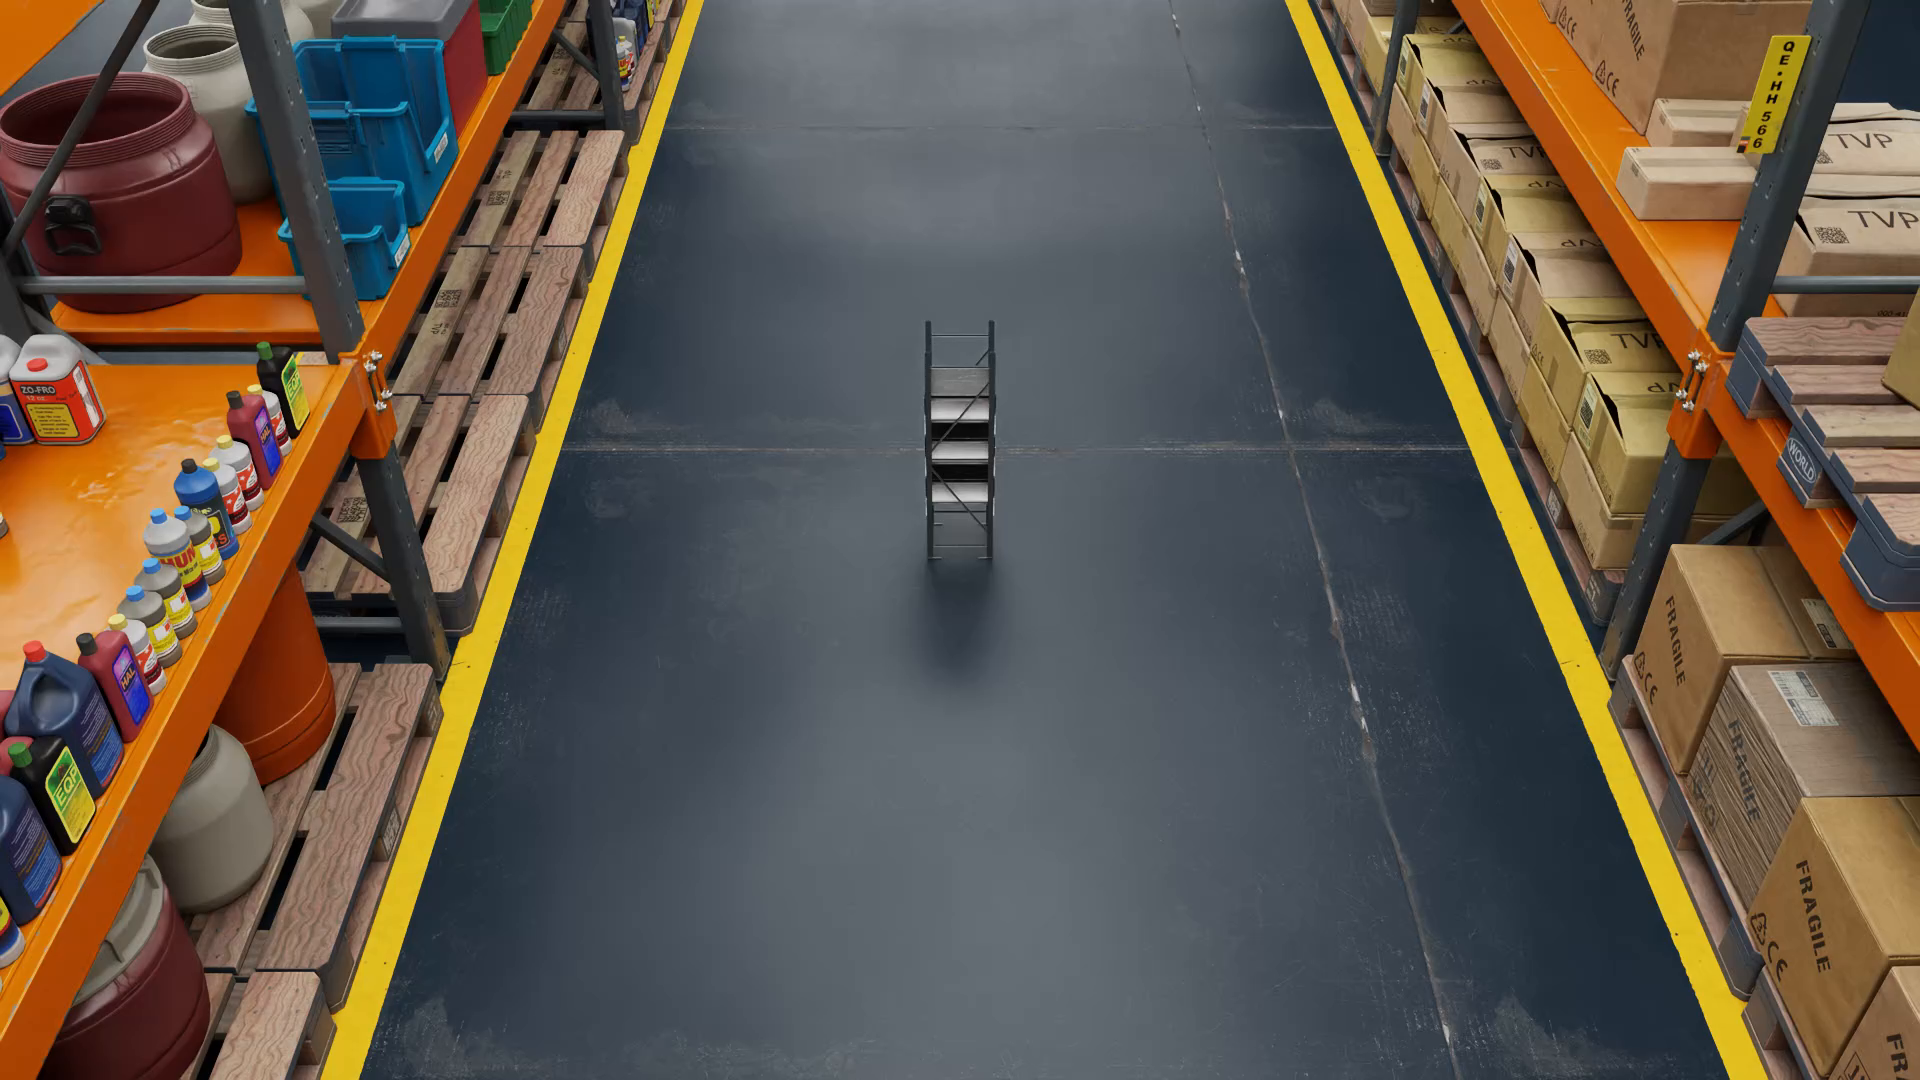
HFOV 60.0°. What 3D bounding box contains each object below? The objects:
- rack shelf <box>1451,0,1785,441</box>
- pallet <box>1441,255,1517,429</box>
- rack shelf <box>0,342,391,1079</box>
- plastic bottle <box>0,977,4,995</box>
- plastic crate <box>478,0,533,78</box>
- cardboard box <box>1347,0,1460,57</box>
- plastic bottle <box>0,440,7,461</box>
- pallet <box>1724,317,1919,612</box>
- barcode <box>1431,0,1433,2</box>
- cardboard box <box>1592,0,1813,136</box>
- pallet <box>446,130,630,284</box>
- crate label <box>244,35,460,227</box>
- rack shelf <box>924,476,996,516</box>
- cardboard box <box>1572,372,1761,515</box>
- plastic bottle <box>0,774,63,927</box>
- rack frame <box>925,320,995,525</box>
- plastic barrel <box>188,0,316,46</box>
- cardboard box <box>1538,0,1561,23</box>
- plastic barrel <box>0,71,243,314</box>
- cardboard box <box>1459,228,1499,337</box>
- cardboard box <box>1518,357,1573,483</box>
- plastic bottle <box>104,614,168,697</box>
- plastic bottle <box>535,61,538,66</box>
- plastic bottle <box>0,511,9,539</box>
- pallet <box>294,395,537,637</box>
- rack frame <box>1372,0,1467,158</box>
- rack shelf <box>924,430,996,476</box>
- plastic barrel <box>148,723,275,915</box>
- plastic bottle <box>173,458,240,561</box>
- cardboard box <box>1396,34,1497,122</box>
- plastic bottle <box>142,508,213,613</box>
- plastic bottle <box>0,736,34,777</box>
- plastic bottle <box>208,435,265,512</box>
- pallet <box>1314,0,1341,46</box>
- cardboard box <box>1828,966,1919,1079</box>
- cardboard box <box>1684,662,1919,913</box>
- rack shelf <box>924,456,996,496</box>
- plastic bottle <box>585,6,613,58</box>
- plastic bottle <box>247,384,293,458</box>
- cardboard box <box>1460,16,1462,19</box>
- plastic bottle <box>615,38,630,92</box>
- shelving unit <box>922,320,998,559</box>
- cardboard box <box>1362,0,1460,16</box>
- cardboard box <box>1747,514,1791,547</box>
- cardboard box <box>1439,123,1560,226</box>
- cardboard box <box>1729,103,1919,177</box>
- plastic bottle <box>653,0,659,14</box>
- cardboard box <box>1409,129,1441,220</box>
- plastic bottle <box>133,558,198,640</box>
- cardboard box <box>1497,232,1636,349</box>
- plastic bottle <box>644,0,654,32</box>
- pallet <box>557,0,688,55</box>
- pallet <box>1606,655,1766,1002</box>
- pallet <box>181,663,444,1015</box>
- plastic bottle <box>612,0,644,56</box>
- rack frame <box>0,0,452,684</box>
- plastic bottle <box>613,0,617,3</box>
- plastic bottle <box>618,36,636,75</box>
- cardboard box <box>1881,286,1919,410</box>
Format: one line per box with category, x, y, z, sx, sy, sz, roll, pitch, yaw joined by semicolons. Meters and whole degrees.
rack shelf;2.698;-1.693;6.539;1.077;0.370;4.000;0;39;0
pallet;2.739;-0.910;7.217;1.003;0.211;1.213;0;39;0
rack shelf;-2.251;0.810;3.416;1.077;0.370;4.000;0;39;0
plastic bottle;-1.842;0.744;3.026;0.097;0.271;0.097;0;39;0
plastic crate;-1.974;-2.051;6.580;0.450;0.188;0.662;0;39;0
cardboard box;2.485;-2.917;9.355;0.500;0.250;0.500;0;39;0
plastic bottle;-2.603;-0.328;4.363;0.097;0.271;0.097;0;39;0
pallet;2.771;-0.224;4.284;1.213;0.211;1.003;0;39;0
barcode;2.279;-2.635;8.019;0.001;0.075;0.075;0;39;0
cardboard box;2.682;-1.811;6.031;0.500;0.500;0.500;-2;39;-2
pallet;-2.218;-1.644;8.132;1.003;0.211;1.213;0;39;0
crate label;-1.984;-1.357;5.516;0.502;0.435;0.616;0;39;0
rack shelf;0.000;-0.180;6.096;0.258;0.077;0.200;0;39;0
cardboard box;2.453;-0.360;5.715;0.500;0.311;0.500;1;39;1
plastic bottle;-1.866;0.564;3.187;0.144;0.351;0.185;0;39;0
rack frame;0.000;-0.410;6.042;0.240;0.900;0.006;0;39;0
plastic barrel;-2.469;-1.672;5.848;0.421;0.512;0.421;0;39;0
cardboard box;2.680;-2.453;6.833;0.500;0.500;0.500;3;39;3
plastic barrel;-2.557;-1.064;5.071;0.600;0.536;0.708;0;39;0
cardboard box;2.450;-1.101;7.088;0.500;0.250;0.500;1;39;1
cardboard box;2.451;-0.465;6.294;0.500;0.250;0.500;0;39;-1
plastic bottle;-1.843;0.251;3.697;0.097;0.201;0.097;0;39;0
plastic bottle;-2.403;-2.763;9.066;0.144;0.351;0.185;0;39;0
plastic bottle;-2.451;-0.095;4.129;0.097;0.201;0.097;0;39;0
pallet;-2.216;-0.118;6.228;1.003;0.211;1.213;0;39;0
rack frame;2.695;-3.224;7.874;1.000;3.000;0.127;0;39;0
rack shelf;0.000;-0.320;5.983;0.258;0.077;0.200;0;39;0
plastic barrel;-2.146;0.744;4.576;0.421;0.512;0.421;0;39;0
plastic bottle;-1.844;-0.080;4.054;0.097;0.271;0.097;0;39;0
cardboard box;2.447;-2.275;8.105;0.500;0.311;0.500;0;39;0
plastic bottle;-1.844;0.041;3.903;0.097;0.271;0.097;0;39;0
plastic bottle;-1.886;0.491;3.332;0.061;0.283;0.133;0;39;0
plastic bottle;-1.844;-0.175;4.228;0.097;0.201;0.097;0;39;0
pallet;2.732;-3.398;10.322;1.003;0.211;1.213;0;39;0
cardboard box;2.422;1.333;3.835;0.500;0.500;0.500;-1;39;-2
cardboard box;2.421;0.693;4.633;0.500;0.500;0.500;-1;39;-2
rack shelf;0.000;-0.250;6.039;0.258;0.077;0.200;0;39;0
plastic bottle;-1.988;-2.866;9.194;0.144;0.351;0.185;0;39;0
plastic bottle;-1.844;-0.319;4.408;0.097;0.201;0.097;0;39;0
cardboard box;3.002;-2.918;9.355;0.500;0.250;0.500;0;39;0
plastic bottle;-1.820;-2.529;8.838;0.097;0.271;0.097;0;39;0
shelving unit;0.000;-0.346;5.962;0.258;0.900;0.210;0;39;0
cardboard box;2.487;-3.210;9.120;0.500;0.500;0.500;0;39;0
cardboard box;2.993;-0.141;5.891;0.500;0.250;0.500;0;39;0
cardboard box;2.444;-1.638;7.310;0.500;0.311;0.500;-1;39;-2
cardboard box;2.893;-1.247;5.479;0.500;0.311;0.500;0;39;-1
plastic bottle;-1.845;-3.250;9.673;0.144;0.351;0.185;0;39;0
cardboard box;2.447;-1.743;7.889;0.500;0.250;0.500;1;39;1
plastic bottle;-1.844;0.130;3.848;0.097;0.201;0.097;0;39;0
cardboard box;2.448;-1.000;6.514;0.500;0.311;0.500;0;39;0
plastic bottle;-1.803;-3.061;9.491;0.061;0.283;0.133;2;39;2
pallet;-2.221;-3.320;10.224;1.003;0.211;1.213;0;39;0
pallet;2.663;0.832;5.043;1.003;0.211;1.213;0;39;0
pallet;-2.211;0.860;5.008;1.003;0.211;1.213;0;39;0
plastic bottle;-1.844;-2.866;9.194;0.144;0.351;0.185;1;39;1
rack frame;-2.253;-0.721;4.752;1.000;3.000;0.127;0;39;0
plastic bottle;-1.993;-3.205;9.677;0.152;0.276;0.135;0;39;0
plastic bottle;-1.820;-2.629;9.018;0.097;0.201;0.097;0;39;0
cardboard box;2.813;-0.532;4.099;0.700;0.500;0.500;-12;40;-15
